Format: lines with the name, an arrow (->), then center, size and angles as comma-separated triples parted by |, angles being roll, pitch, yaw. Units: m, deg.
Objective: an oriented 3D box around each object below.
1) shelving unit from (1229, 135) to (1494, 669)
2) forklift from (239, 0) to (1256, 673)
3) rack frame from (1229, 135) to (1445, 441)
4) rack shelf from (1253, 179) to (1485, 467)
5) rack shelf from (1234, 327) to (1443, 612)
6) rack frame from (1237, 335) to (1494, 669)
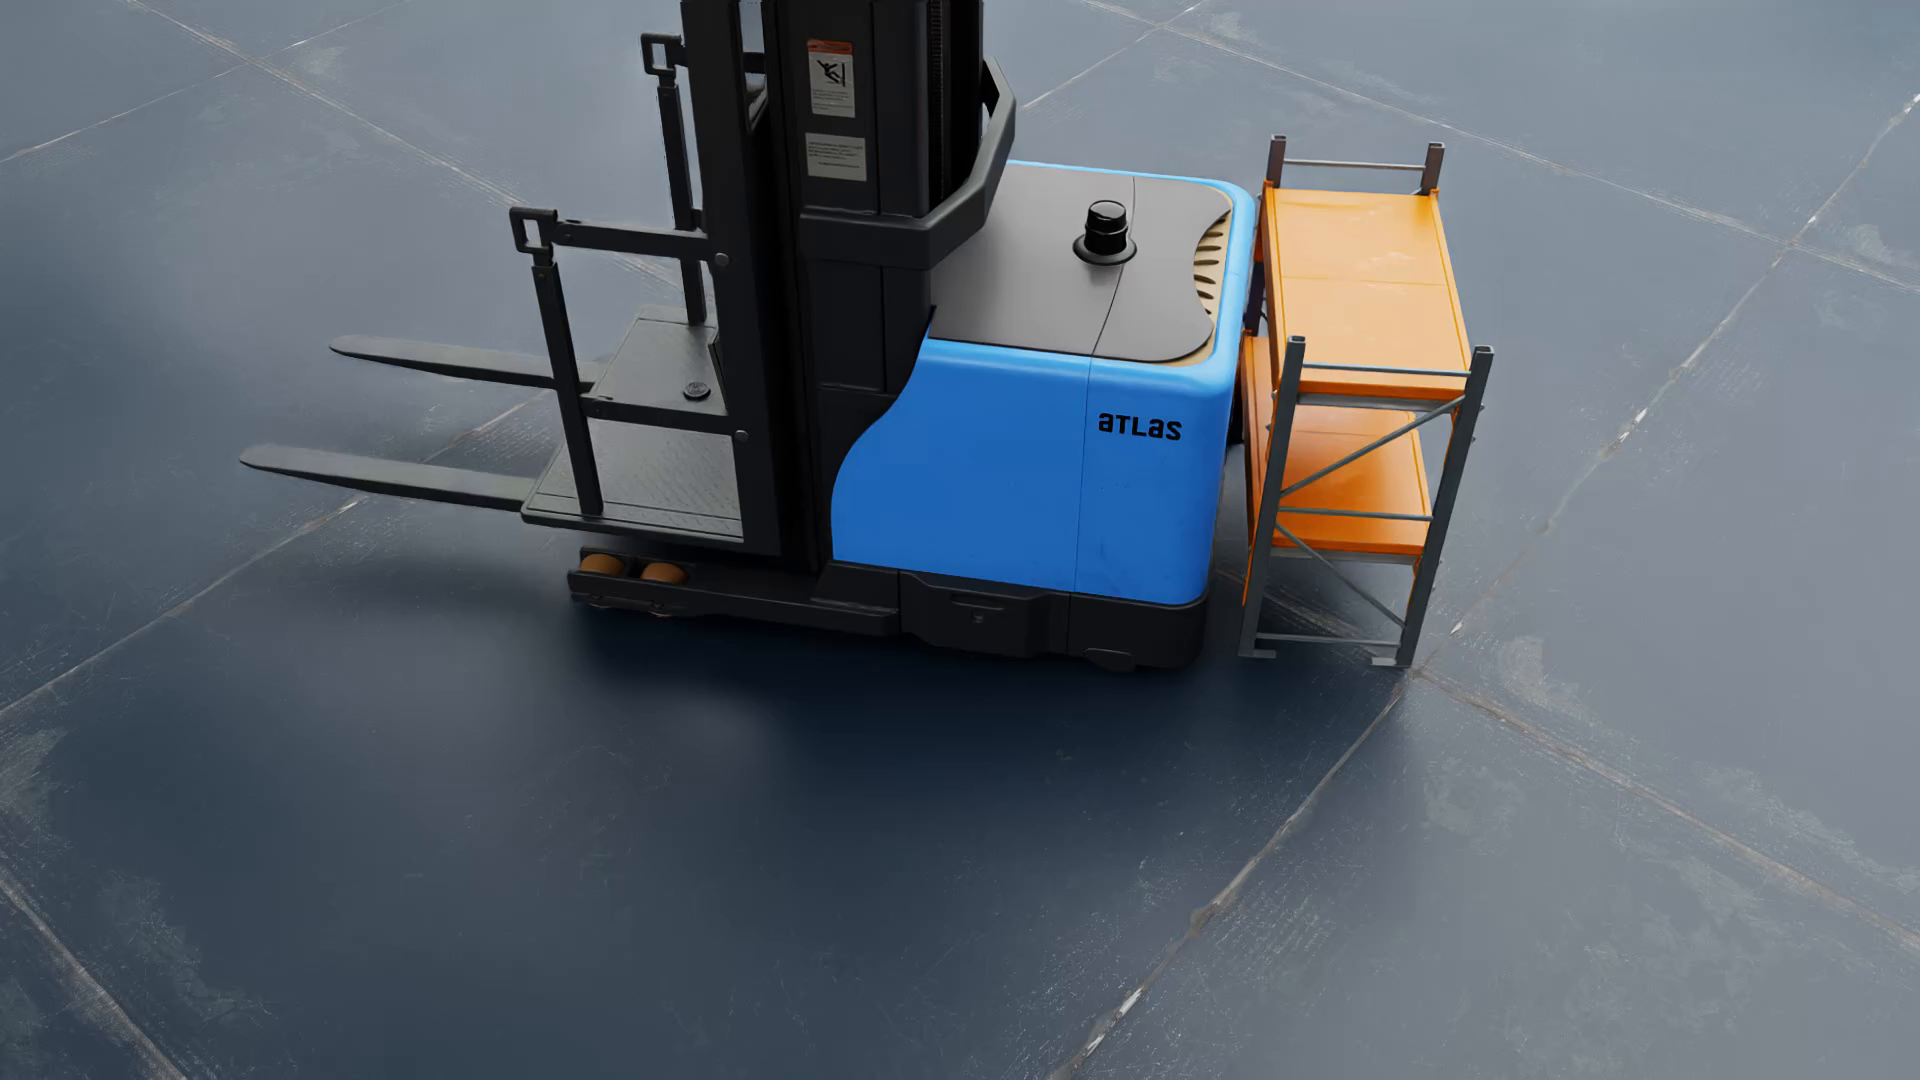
shelving unit -> 1.113, -0.409, 4.863 | 0.538, 1.125, 1.048 | 4, 42, 4
forklift -> -0.706, -1.194, 4.385 | 3.031, 2.935, 1.130 | 7, 43, 8
rack frame -> 1.162, -0.749, 5.237 | 0.500, 1.125, 0.032 | 4, 42, 4
rack shelf -> 1.114, -0.625, 4.666 | 0.538, 0.278, 1.000 | 4, 42, 4
rack shelf -> 1.113, -0.228, 5.027 | 0.538, 0.278, 1.000 | 4, 42, 4
rack frame -> 1.064, -0.068, 4.489 | 0.500, 1.125, 0.032 | 4, 42, 4
